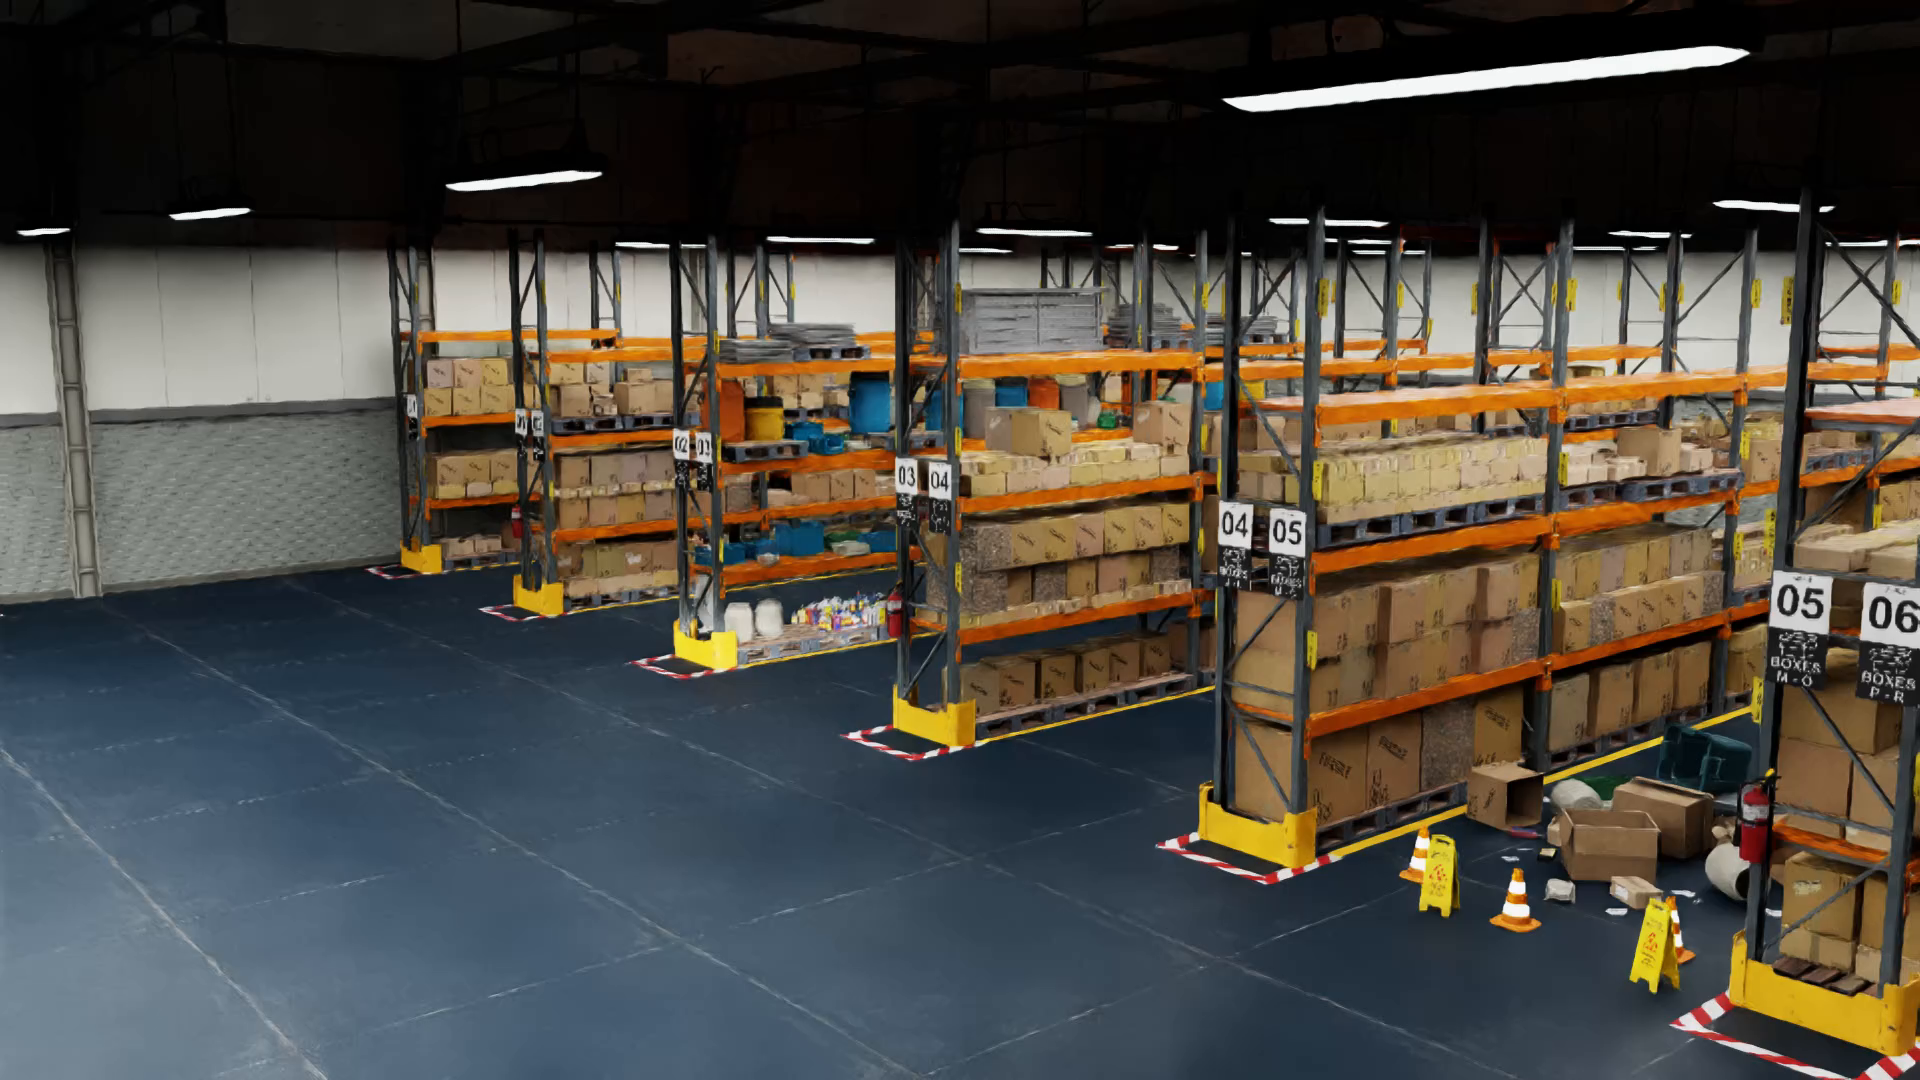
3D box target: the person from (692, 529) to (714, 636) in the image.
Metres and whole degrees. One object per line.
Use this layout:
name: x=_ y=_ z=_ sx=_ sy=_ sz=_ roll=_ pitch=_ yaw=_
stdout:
person: x=-3.711 y=0.620 z=24.502 sx=0.507 sy=1.619 sz=0.580 roll=-7 pitch=11 yaw=-39
